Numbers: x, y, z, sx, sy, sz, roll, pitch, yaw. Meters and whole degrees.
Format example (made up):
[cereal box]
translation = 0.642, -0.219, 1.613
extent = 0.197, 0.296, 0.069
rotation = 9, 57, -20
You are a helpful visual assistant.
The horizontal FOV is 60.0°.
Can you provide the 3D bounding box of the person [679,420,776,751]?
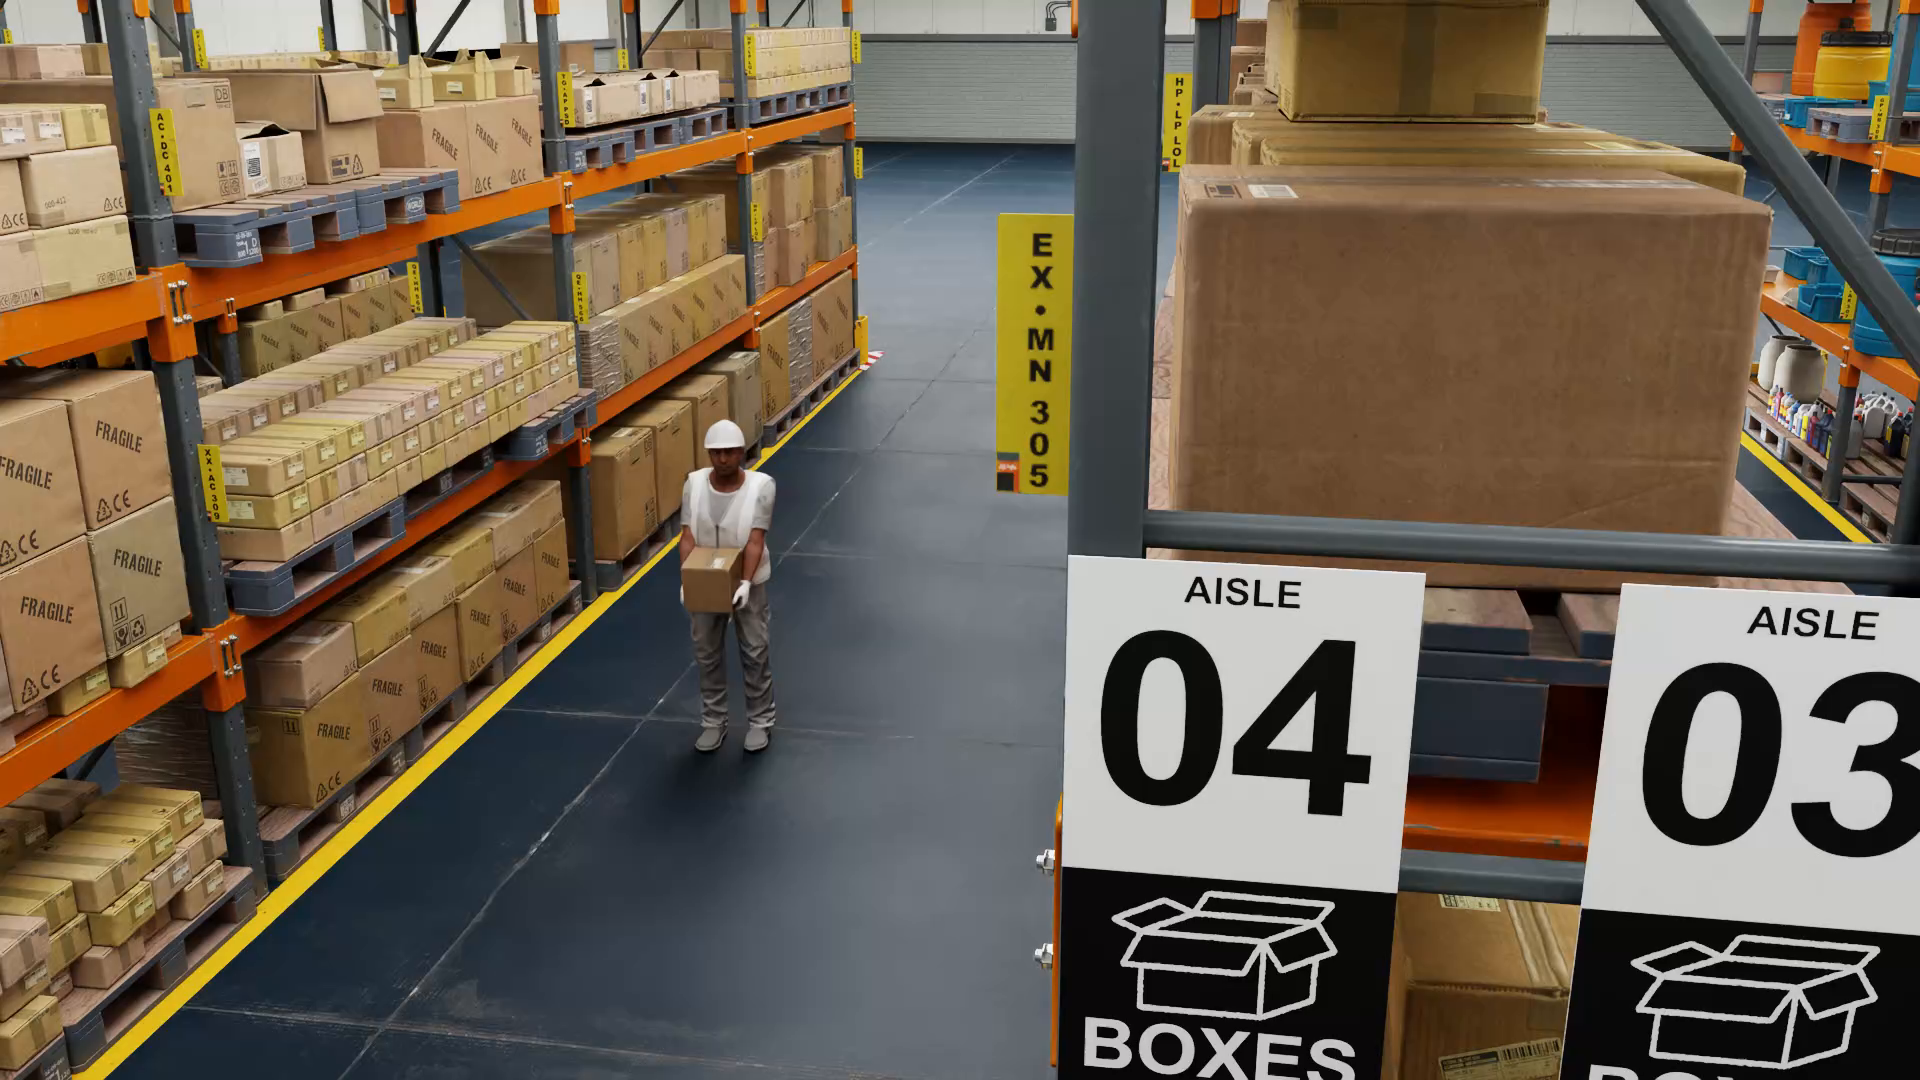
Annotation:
[person]
translation = -1.220, 0.260, 8.707
extent = 0.491, 1.781, 0.582
rotation = 3, 18, 8
